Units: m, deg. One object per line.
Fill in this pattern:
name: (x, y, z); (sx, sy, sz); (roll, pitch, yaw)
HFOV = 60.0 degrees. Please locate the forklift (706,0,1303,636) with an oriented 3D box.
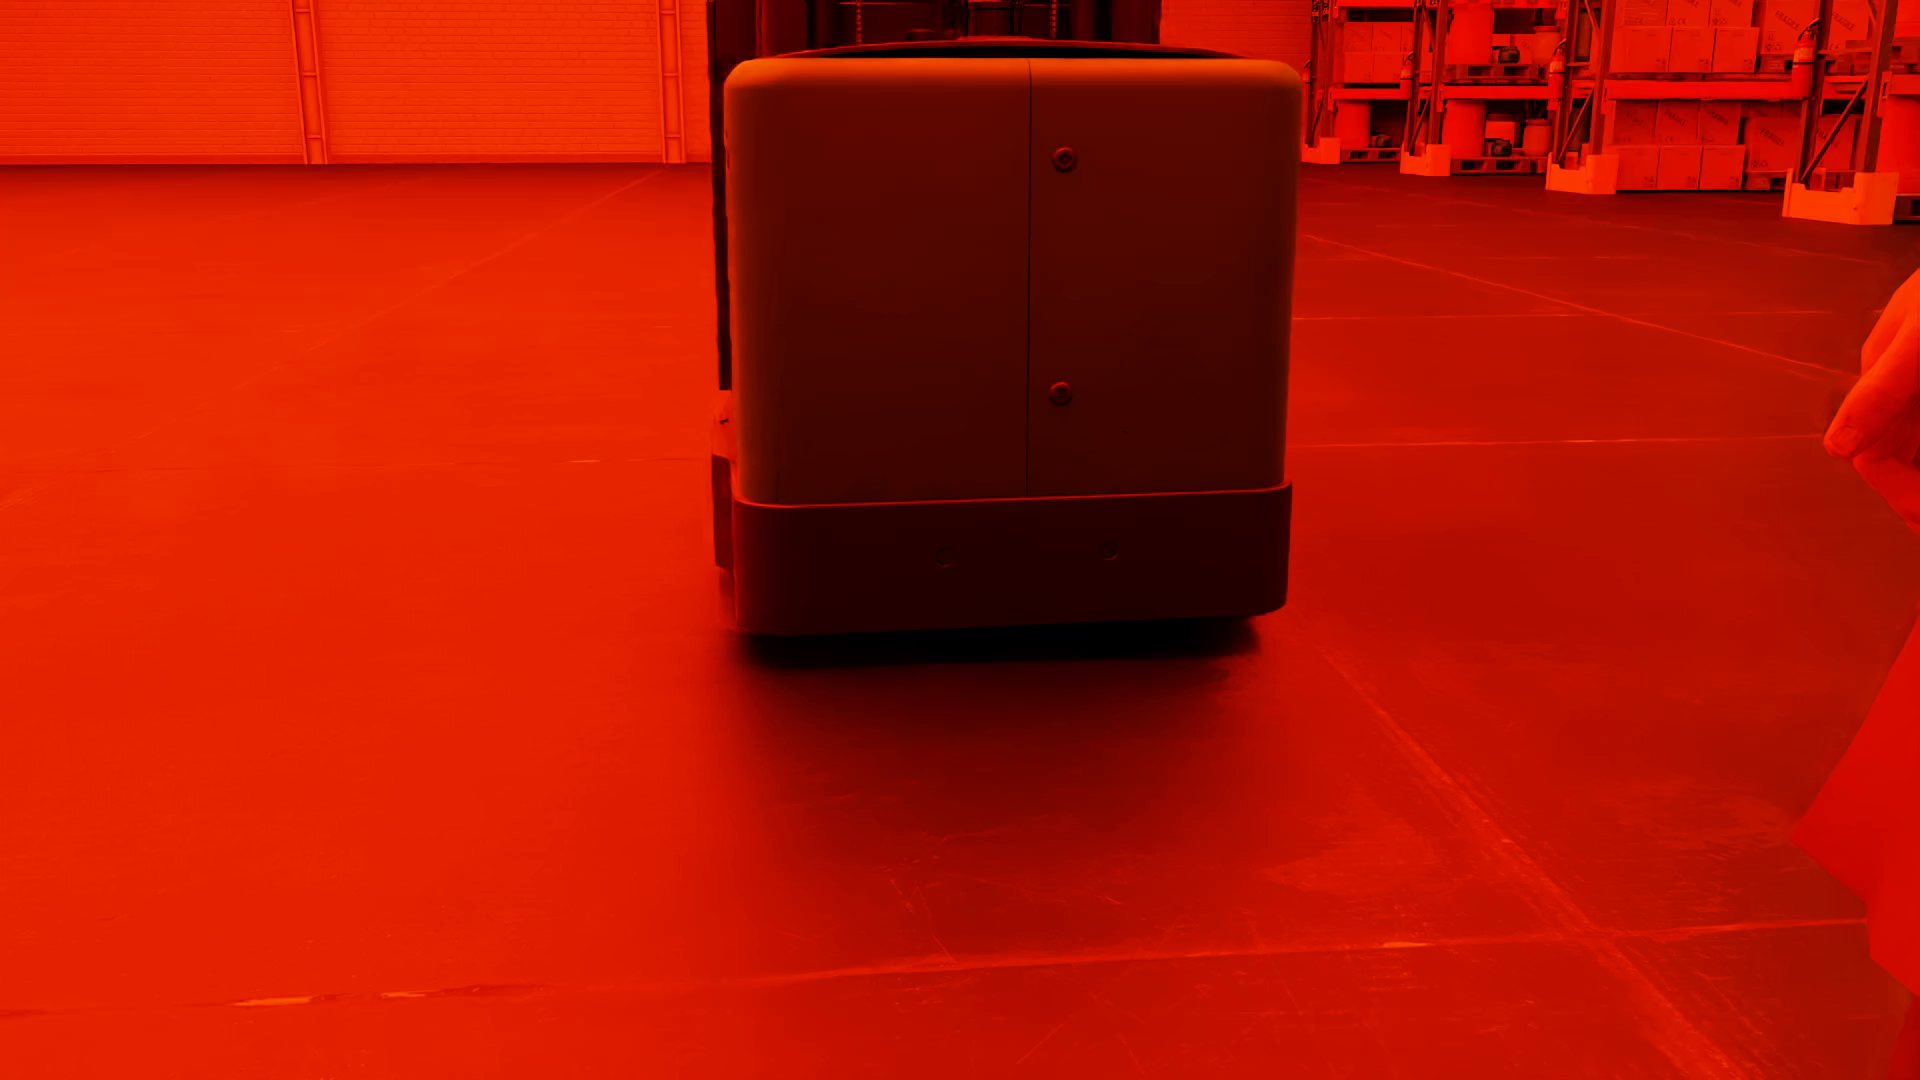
forklift: (-0.097, -1.571, 4.147); (1.130, 2.935, 3.031); (-2, 15, -8)
